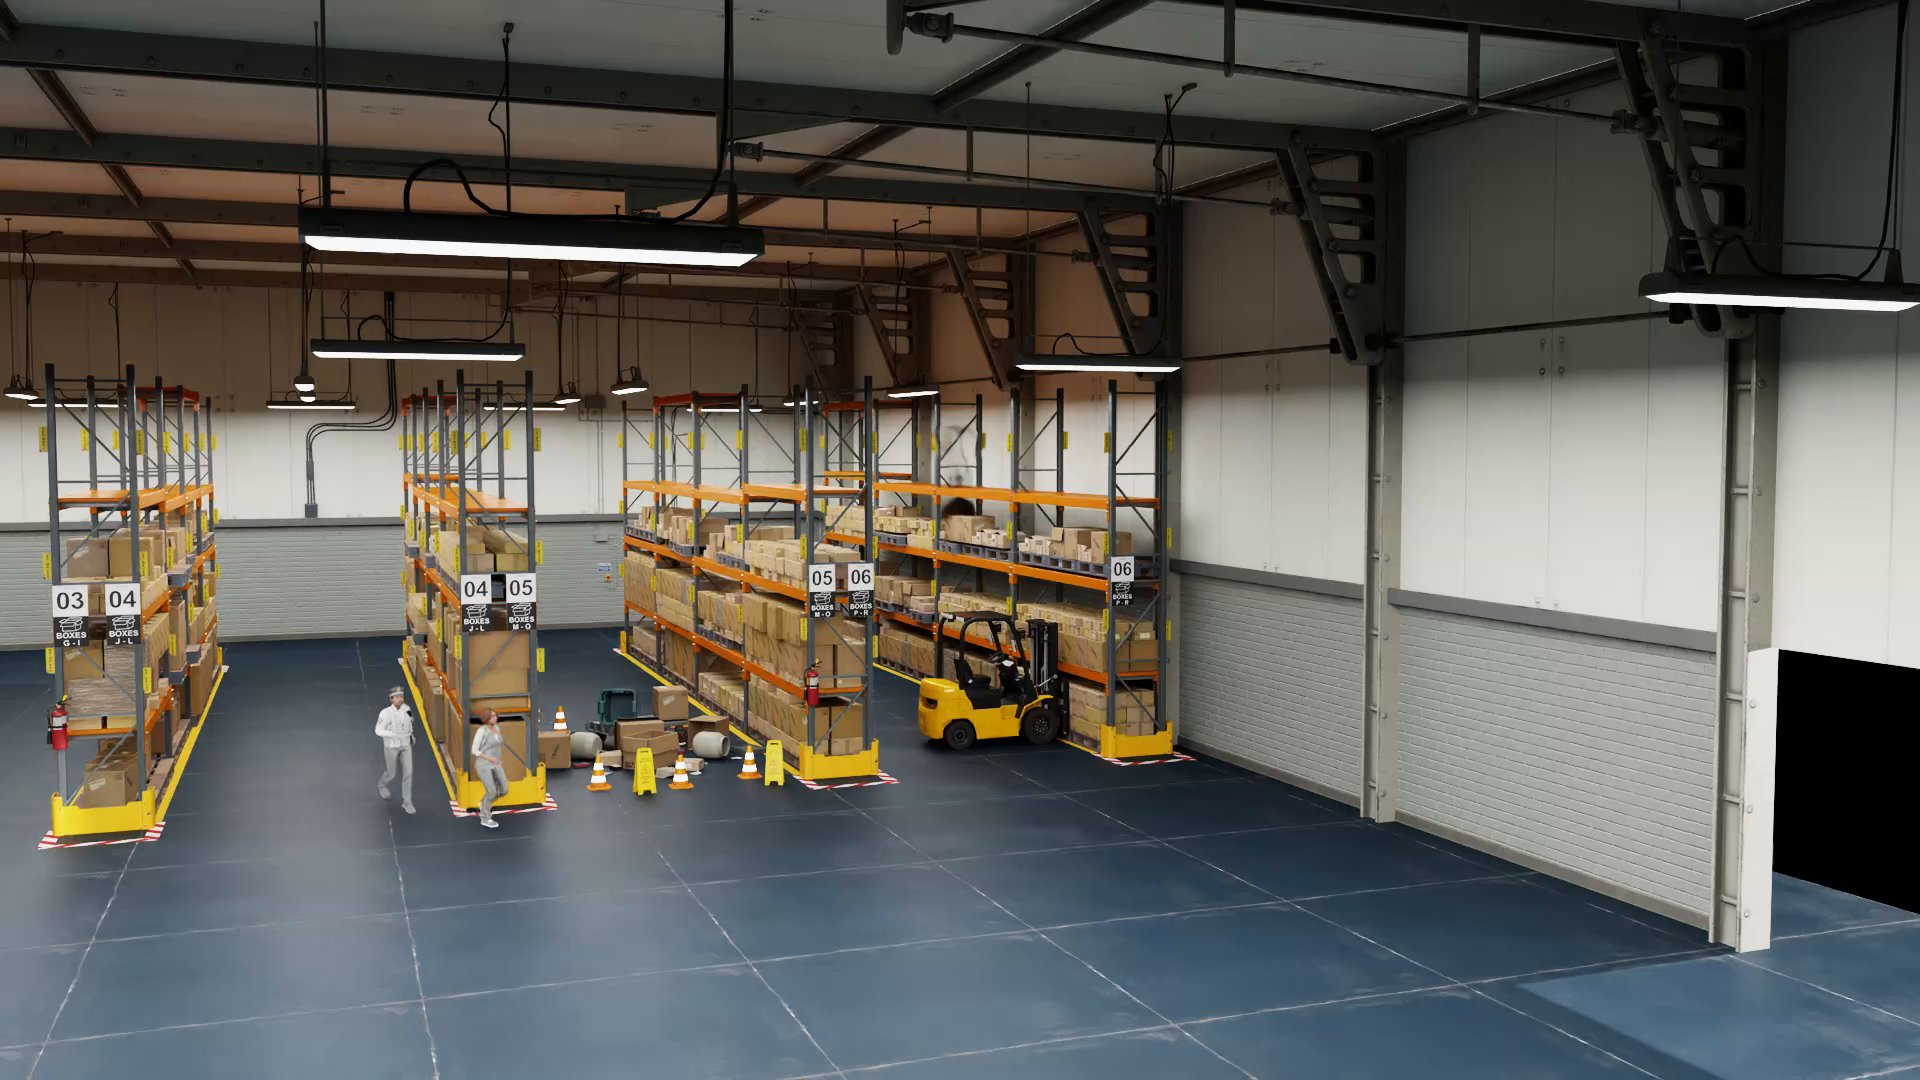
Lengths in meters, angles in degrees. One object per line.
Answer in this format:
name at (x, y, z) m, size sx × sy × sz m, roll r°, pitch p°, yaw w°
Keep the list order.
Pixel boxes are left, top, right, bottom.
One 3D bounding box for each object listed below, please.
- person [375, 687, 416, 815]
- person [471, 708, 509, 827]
person at (-7.687, 2.840, 22.698) m, size 0.617 × 1.721 × 0.916 m, roll -3°, pitch 4°, yaw -42°
person at (-6.111, 2.959, 21.605) m, size 0.533 × 1.564 × 0.542 m, roll 2°, pitch 4°, yaw 27°
